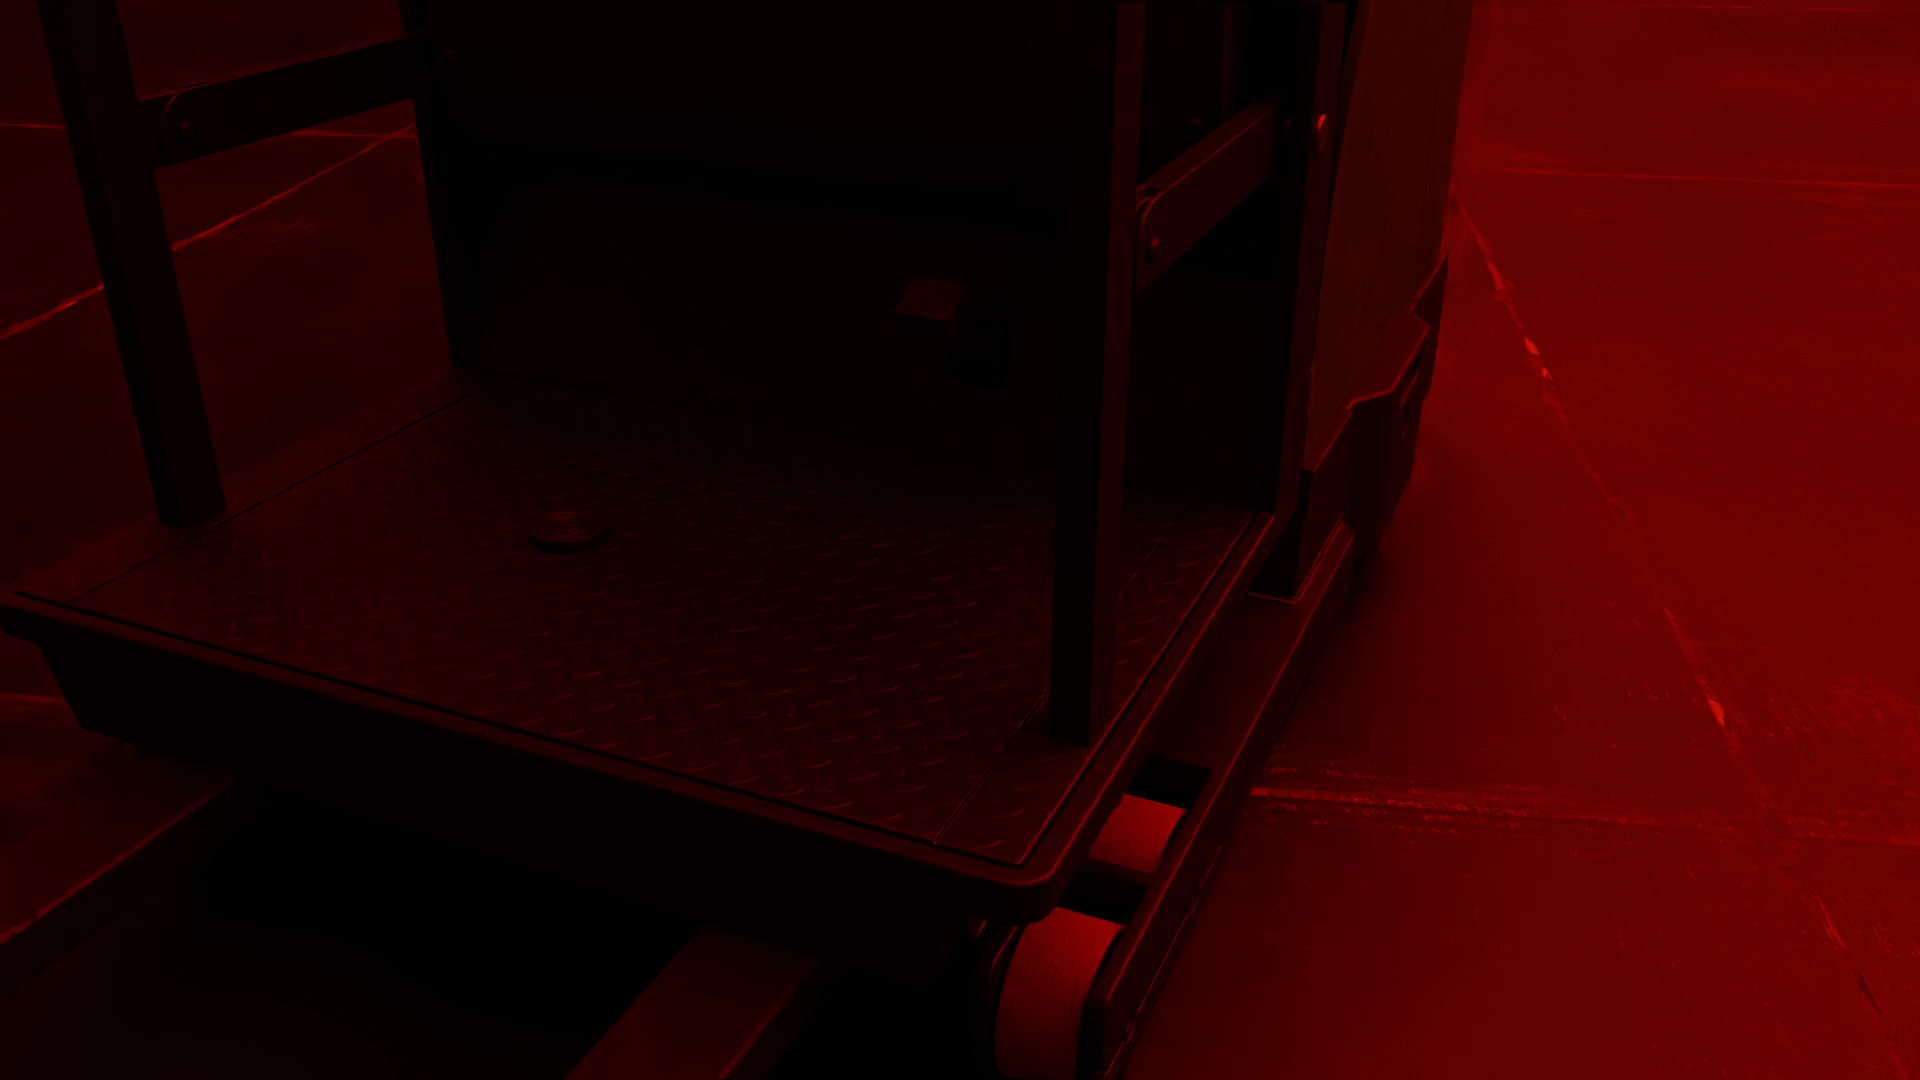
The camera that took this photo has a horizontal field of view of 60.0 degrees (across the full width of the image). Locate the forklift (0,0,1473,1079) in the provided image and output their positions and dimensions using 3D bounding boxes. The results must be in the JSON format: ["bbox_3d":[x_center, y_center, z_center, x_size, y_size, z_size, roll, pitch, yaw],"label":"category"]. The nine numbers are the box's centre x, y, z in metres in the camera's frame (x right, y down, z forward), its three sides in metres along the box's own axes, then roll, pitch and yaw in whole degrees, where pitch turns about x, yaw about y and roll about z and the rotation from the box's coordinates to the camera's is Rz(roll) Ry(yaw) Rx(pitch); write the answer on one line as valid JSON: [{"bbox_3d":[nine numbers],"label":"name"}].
[{"bbox_3d":[-0.244,-1.032,1.285,1.130,2.935,3.031,11,29,21],"label":"forklift"}]
